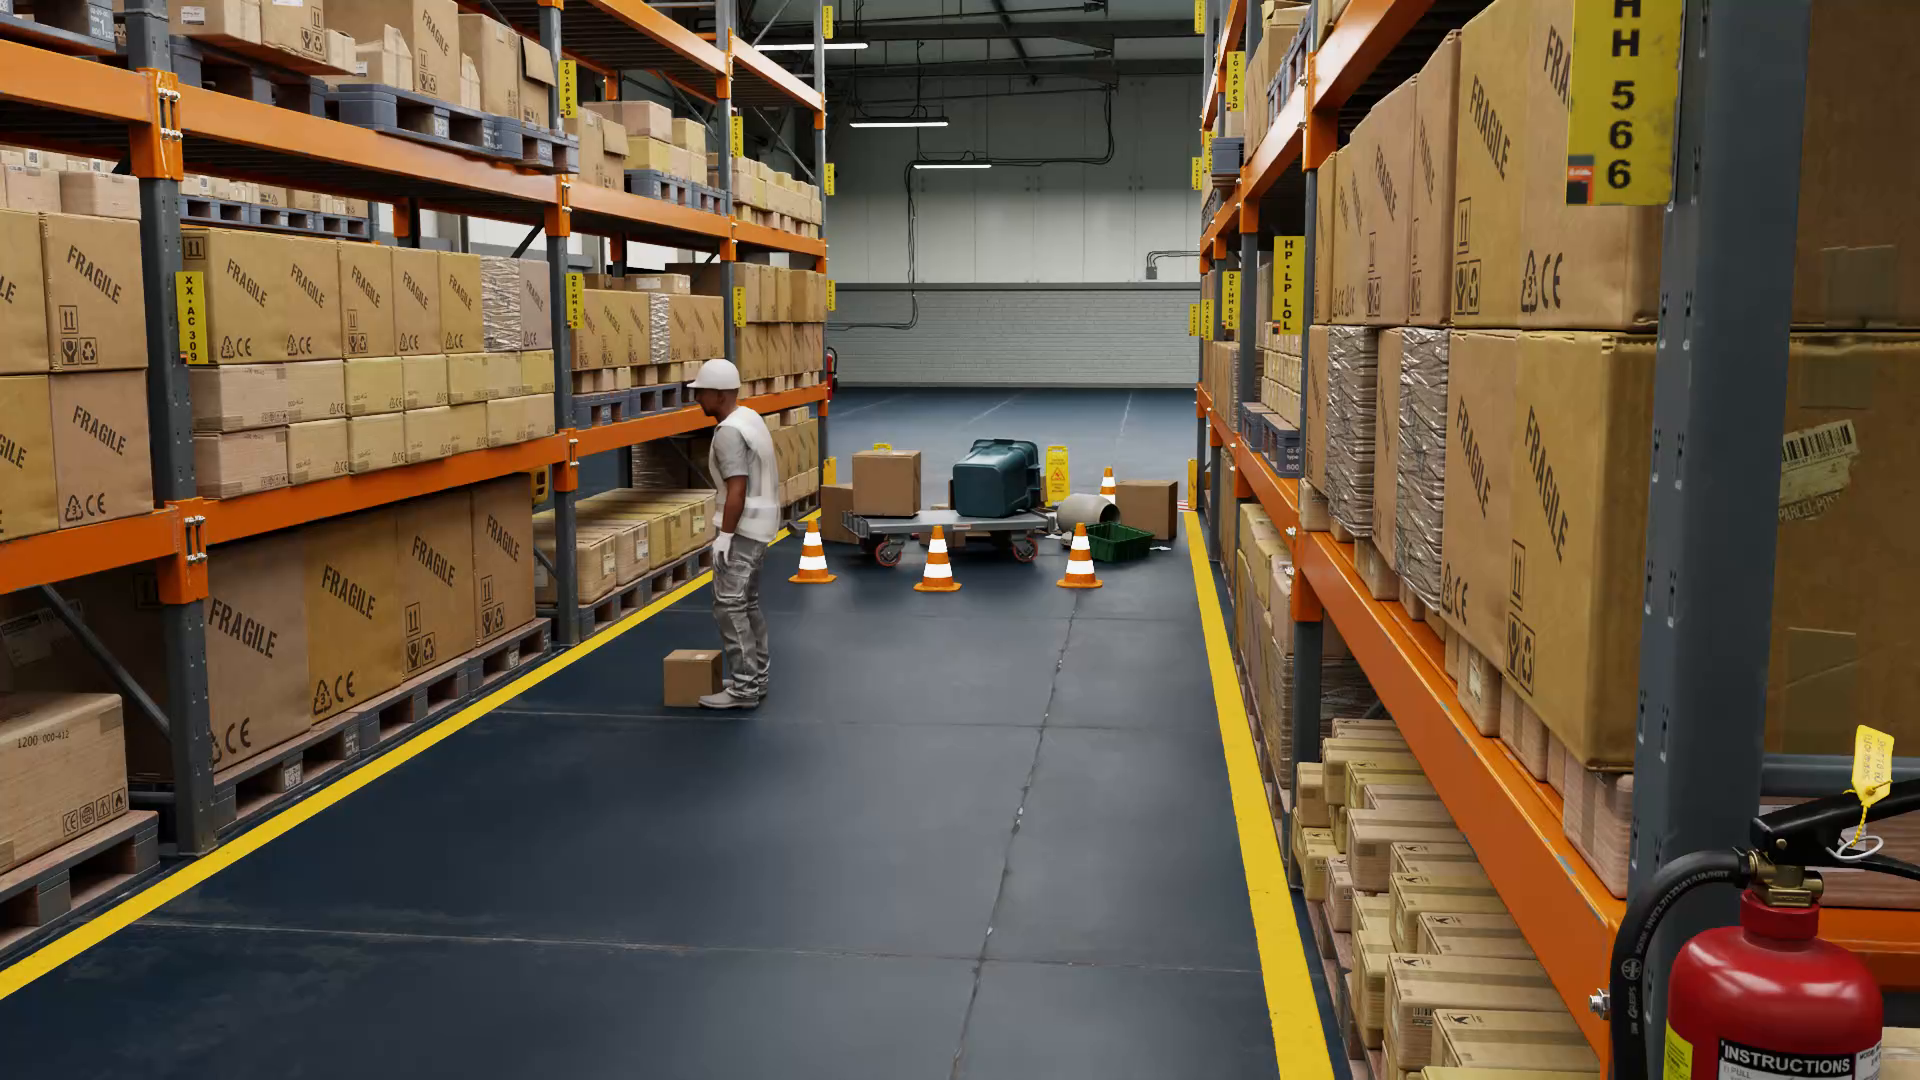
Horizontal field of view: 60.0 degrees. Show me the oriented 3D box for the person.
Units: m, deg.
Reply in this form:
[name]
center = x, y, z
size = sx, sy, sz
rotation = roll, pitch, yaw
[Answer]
[person]
center = -1.152, -0.033, 8.502
size = 0.451, 1.773, 0.627
rotation = 0, 8, 3
